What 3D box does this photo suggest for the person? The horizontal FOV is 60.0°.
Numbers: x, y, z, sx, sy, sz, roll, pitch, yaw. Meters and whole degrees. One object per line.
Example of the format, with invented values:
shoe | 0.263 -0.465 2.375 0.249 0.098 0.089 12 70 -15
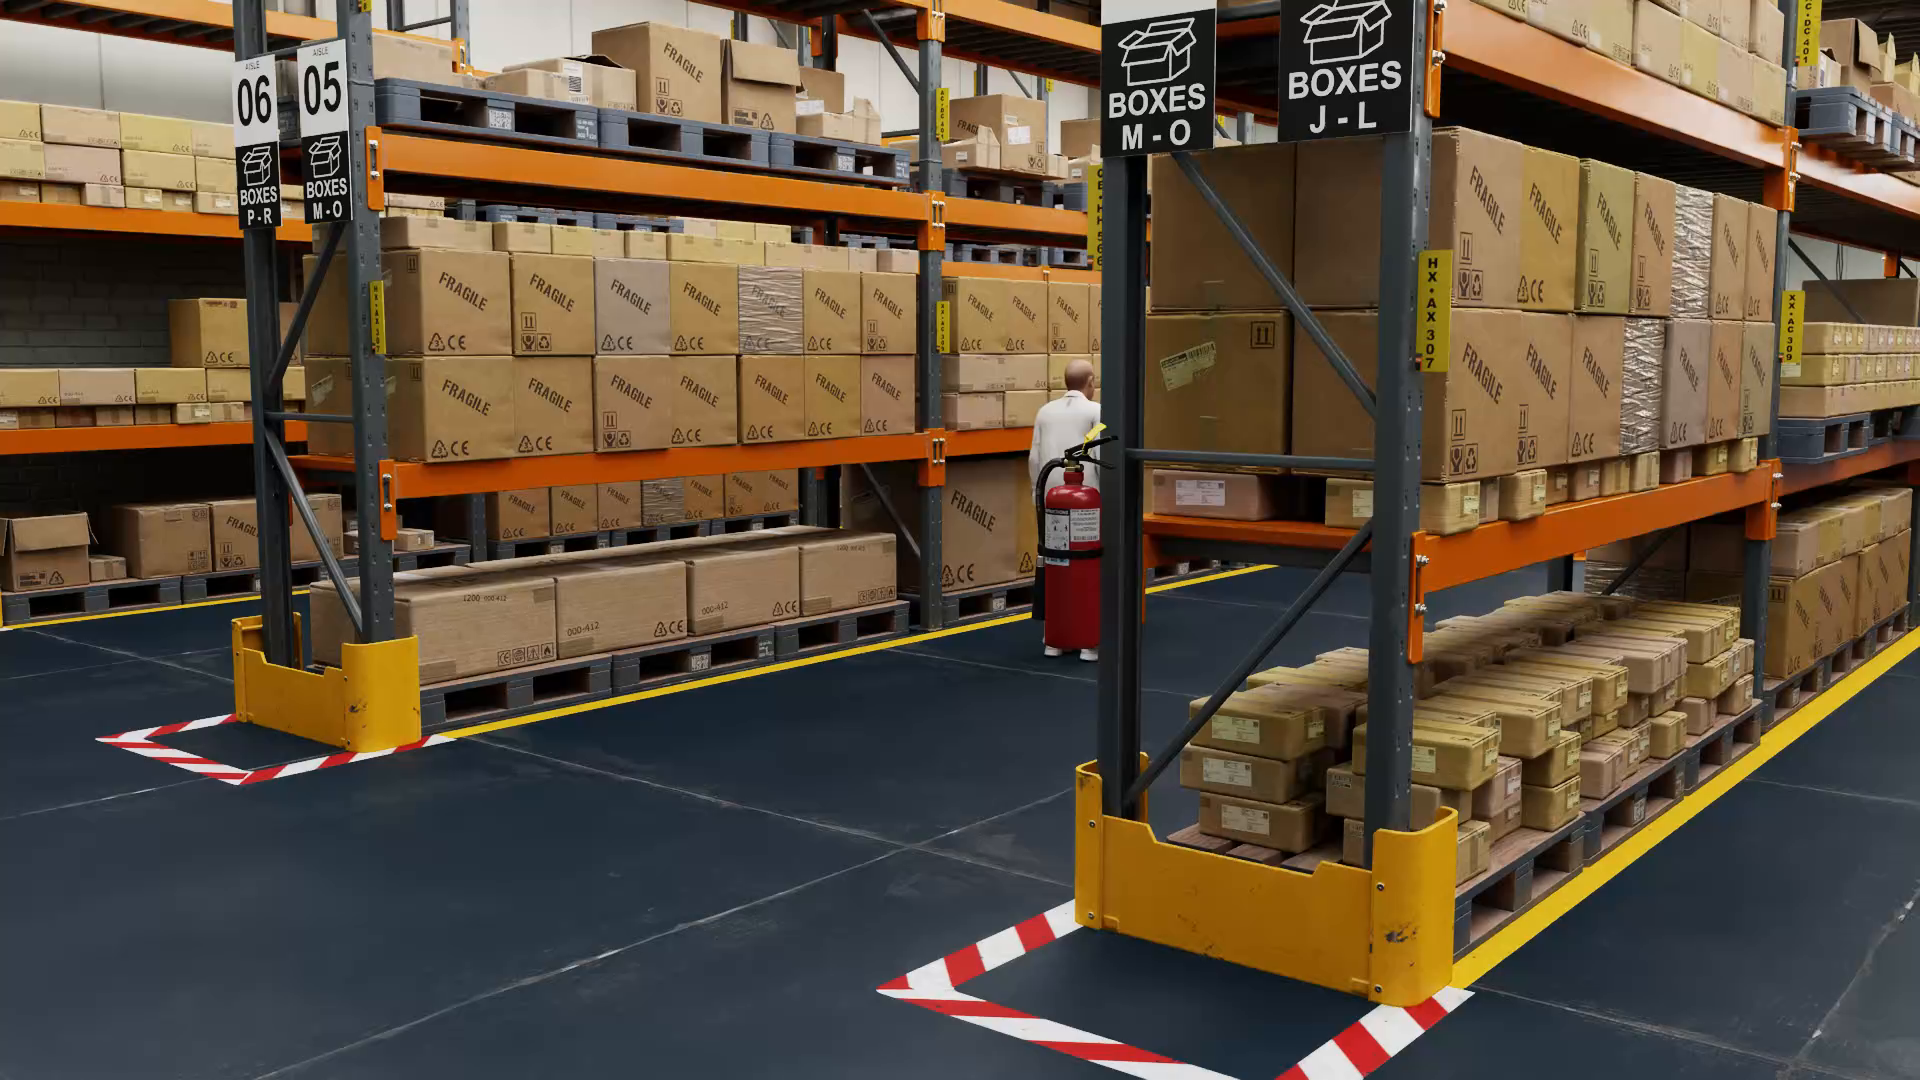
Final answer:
person | 0.701 -0.186 9.915 0.641 1.773 0.427 5 8 38
